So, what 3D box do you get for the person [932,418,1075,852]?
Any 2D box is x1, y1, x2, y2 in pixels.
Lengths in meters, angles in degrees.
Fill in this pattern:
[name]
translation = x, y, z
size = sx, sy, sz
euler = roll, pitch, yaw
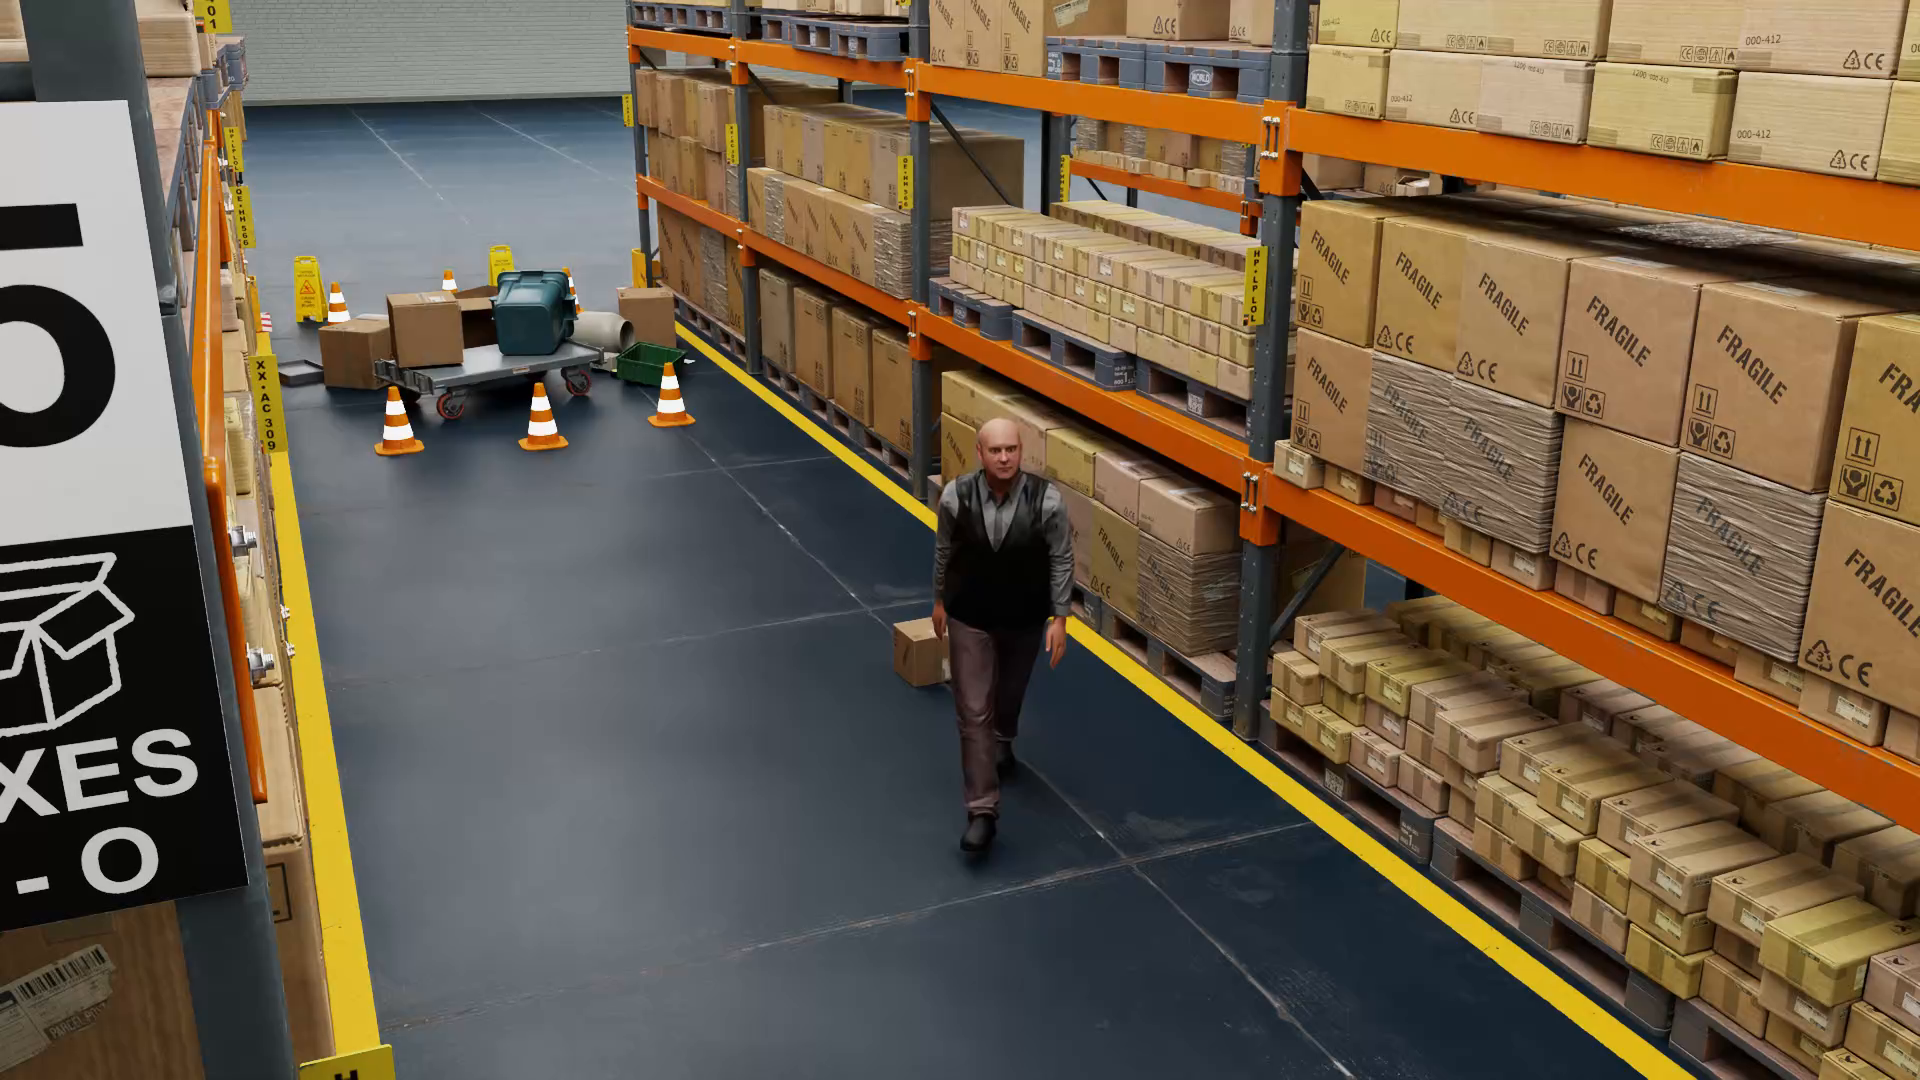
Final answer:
[person]
translation = 0.174, 0.312, 6.697
size = 0.565, 1.661, 1.056
euler = -1, 19, -2
